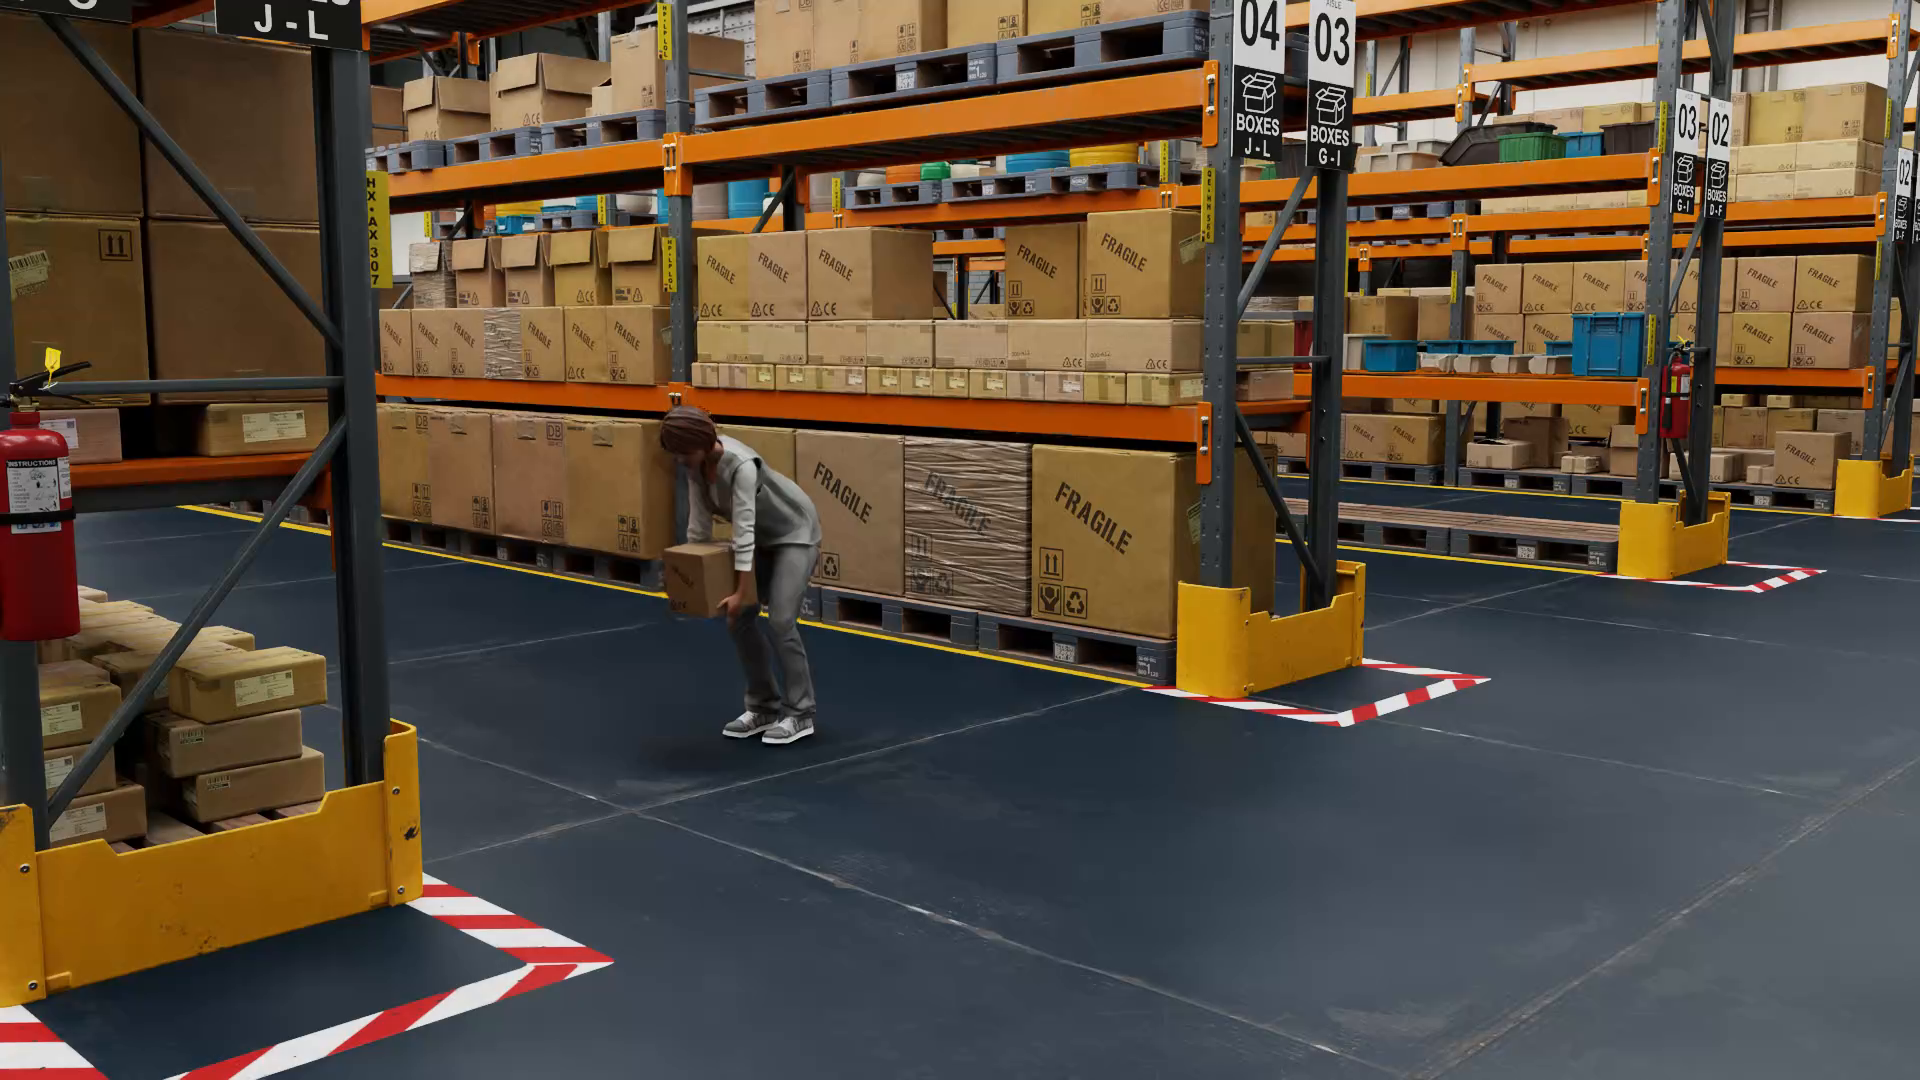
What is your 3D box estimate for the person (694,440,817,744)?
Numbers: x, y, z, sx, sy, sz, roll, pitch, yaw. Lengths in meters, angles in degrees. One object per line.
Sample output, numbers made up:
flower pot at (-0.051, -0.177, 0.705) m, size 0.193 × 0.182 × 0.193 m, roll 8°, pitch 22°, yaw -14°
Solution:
person at (-0.791, 0.183, 6.712) m, size 0.371 × 1.265 × 0.456 m, roll 7°, pitch 10°, yaw 42°
